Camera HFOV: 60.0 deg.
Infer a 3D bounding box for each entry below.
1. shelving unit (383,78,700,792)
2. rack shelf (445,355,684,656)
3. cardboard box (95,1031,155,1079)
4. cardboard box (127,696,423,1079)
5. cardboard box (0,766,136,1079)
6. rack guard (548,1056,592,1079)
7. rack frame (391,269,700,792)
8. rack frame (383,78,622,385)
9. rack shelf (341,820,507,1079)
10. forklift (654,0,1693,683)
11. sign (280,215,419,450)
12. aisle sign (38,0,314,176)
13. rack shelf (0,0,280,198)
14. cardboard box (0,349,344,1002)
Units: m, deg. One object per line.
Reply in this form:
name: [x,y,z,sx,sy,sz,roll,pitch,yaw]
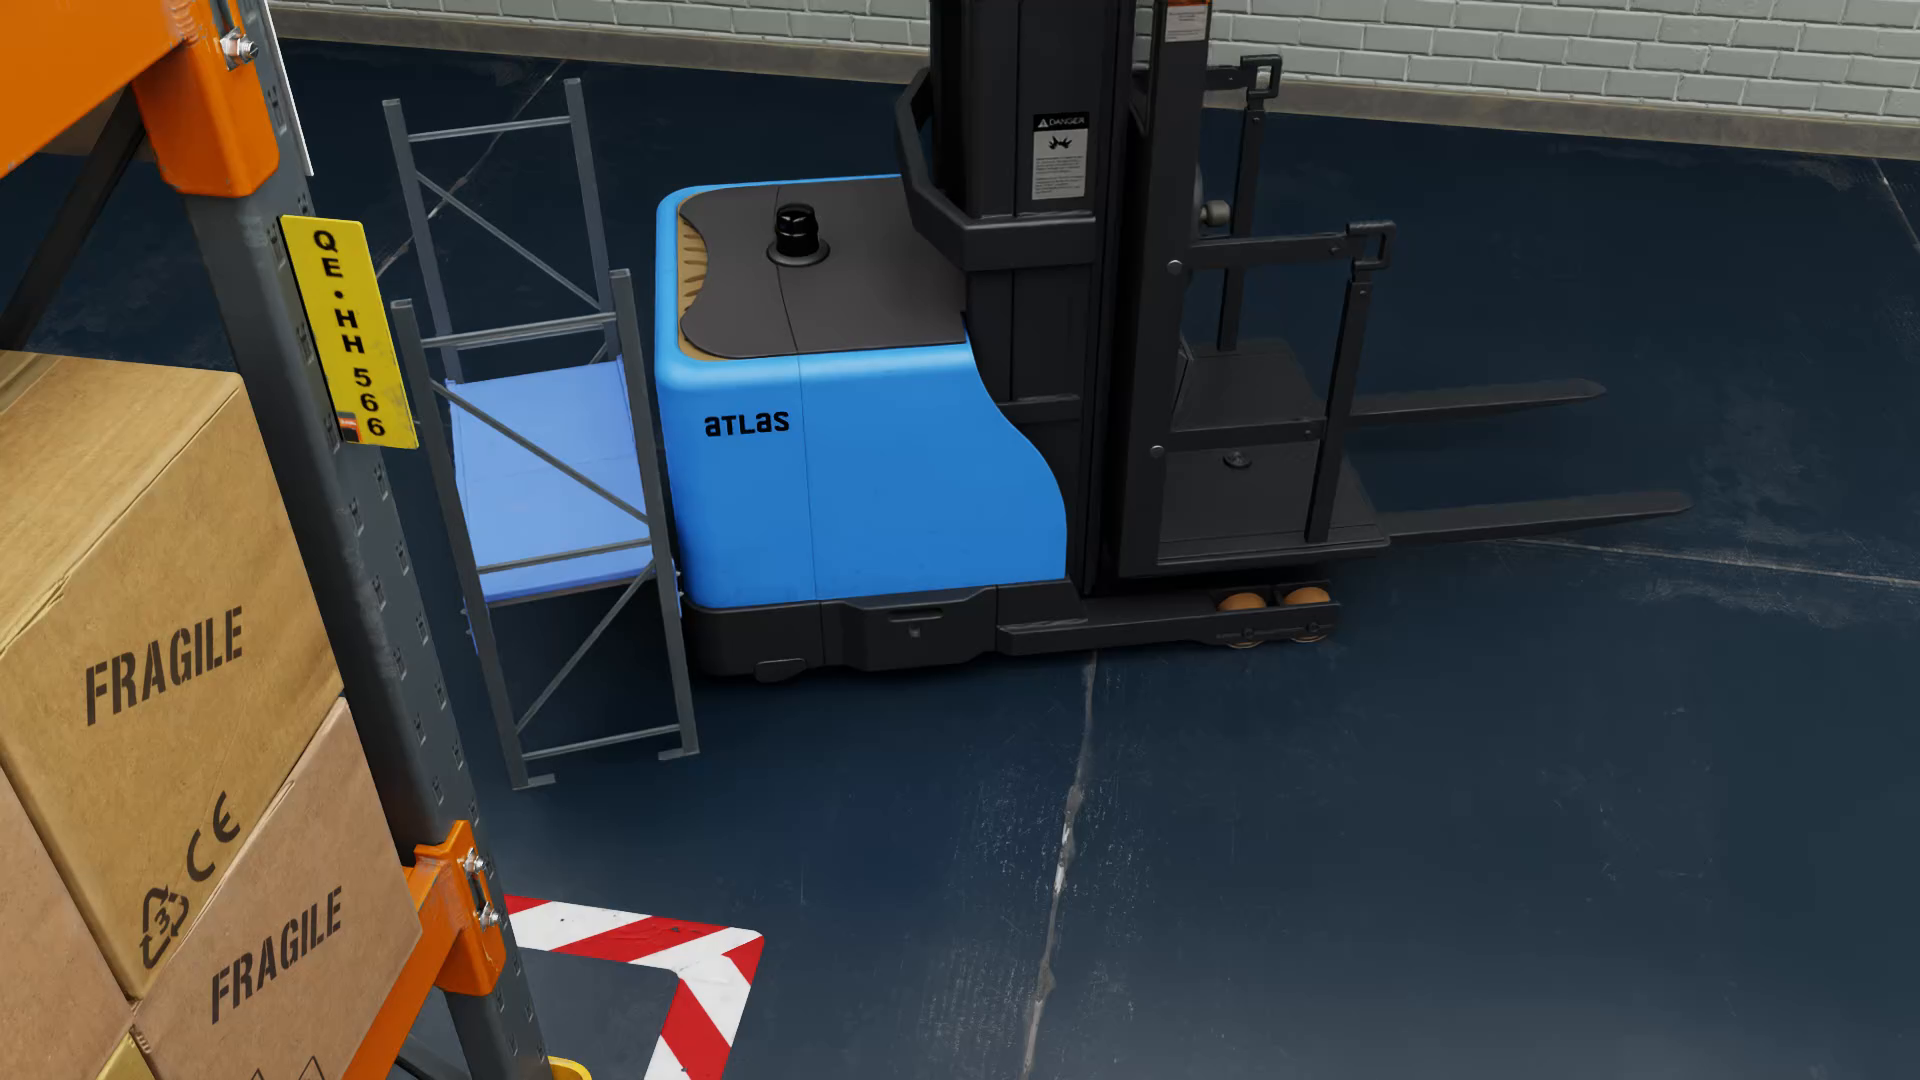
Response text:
shelving unit: [-1.094,-0.270,4.400,0.538,1.500,1.048,-10,41,-12]
rack shelf: [-1.094,-0.132,4.514,0.538,0.185,1.000,-10,41,-12]
cardboard box: [-1.184,0.845,1.796,0.500,0.500,0.500,7,40,8]
cardboard box: [-1.097,0.519,2.190,0.500,0.500,0.500,8,40,9]
cardboard box: [-1.181,0.449,1.490,0.500,0.500,0.500,7,40,9]
rack guard: [-1.301,1.257,3.337,1.175,0.500,0.348,6,40,8]
rack frame: [-0.955,0.041,4.023,0.500,1.500,0.032,-10,41,-12]
rack frame: [-1.234,-0.582,4.777,0.500,1.500,0.032,-10,41,-12]
rack shelf: [-1.634,1.779,1.309,1.077,0.370,4.000,6,40,8]
forklift: [0.674,-1.143,4.332,3.031,2.935,1.130,-5,40,-6]
sign: [-0.745,-0.248,2.039,0.100,0.325,0.005,6,40,8]
aisle sign: [-0.974,-0.765,1.781,0.394,0.787,0.004,6,40,8]
rack shelf: [-1.634,0.623,0.353,1.077,0.370,4.000,6,40,8]
cardboard box: [-1.094,0.132,1.873,0.500,0.500,0.500,6,40,7]
